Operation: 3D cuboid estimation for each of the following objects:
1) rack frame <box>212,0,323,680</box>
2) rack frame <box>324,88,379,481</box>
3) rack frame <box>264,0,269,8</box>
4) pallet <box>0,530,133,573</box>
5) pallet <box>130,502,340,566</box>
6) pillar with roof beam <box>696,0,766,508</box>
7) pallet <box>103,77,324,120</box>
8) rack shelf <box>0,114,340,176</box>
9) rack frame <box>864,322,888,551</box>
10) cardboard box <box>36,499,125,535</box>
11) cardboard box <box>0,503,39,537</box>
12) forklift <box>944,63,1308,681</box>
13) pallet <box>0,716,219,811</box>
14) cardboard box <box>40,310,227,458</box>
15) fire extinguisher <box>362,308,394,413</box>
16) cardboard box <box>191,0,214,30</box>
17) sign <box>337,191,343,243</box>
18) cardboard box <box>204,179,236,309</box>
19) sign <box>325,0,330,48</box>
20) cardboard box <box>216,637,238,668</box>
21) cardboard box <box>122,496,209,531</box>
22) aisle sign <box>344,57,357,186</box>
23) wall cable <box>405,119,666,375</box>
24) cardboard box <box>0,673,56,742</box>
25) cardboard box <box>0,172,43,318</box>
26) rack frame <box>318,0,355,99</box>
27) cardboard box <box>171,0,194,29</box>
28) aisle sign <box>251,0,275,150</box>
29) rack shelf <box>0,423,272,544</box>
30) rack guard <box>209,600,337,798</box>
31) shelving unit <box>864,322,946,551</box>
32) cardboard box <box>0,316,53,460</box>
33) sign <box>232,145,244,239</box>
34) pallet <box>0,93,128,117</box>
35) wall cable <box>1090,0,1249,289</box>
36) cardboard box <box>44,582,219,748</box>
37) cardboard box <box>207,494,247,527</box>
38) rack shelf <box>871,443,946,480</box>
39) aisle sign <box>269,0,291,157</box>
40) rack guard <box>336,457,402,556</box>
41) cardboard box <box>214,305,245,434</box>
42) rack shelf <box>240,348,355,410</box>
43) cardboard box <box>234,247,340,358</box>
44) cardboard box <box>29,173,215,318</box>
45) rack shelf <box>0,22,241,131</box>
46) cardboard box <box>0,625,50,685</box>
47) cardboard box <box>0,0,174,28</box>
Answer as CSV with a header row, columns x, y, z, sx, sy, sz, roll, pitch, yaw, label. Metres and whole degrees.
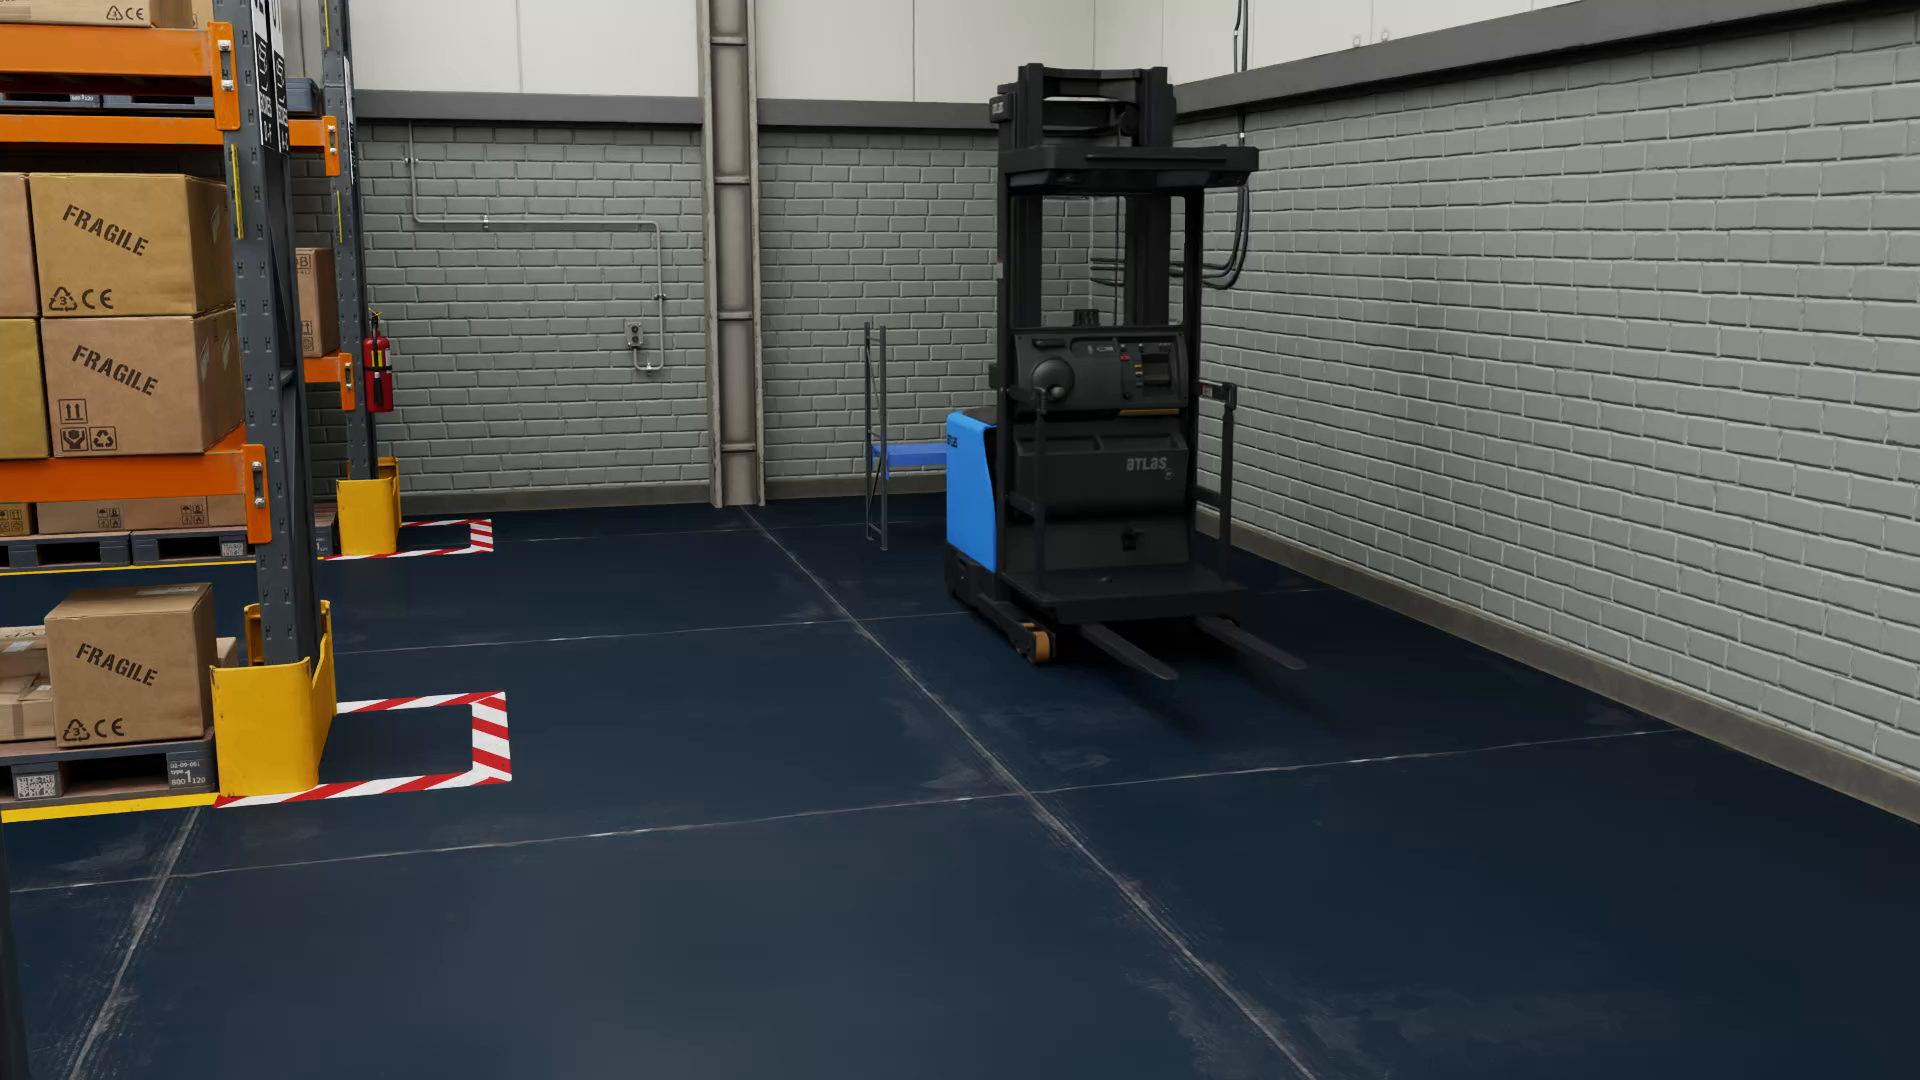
x,y,z,sx,sy,sz,roll,pitch,yaw,label
-2.715,-0.615,6.600,0.127,3.000,1.000,-3,11,-16,rack frame
-4.103,-1.476,11.277,0.127,3.000,1.000,-3,11,-16,rack frame
-2.715,-3.565,6.057,0.127,3.000,1.000,-3,11,-16,rack frame
-6.018,0.011,10.904,1.213,0.211,1.003,-3,11,-16,pallet
-4.849,-0.050,11.236,1.213,0.211,1.003,-3,11,-16,pallet
-0.549,-3.965,8.227,0.400,9.000,9.100,-3,11,-16,pillar with roof beam
-4.812,-2.868,10.799,1.213,0.211,1.003,-3,11,-16,pallet
-6.023,-2.496,10.521,4.000,0.370,1.077,-3,11,-16,rack shelf
-0.570,-0.708,11.248,0.032,1.500,0.500,-3,11,-16,rack frame
-5.710,-0.349,10.902,0.500,0.500,0.700,-3,11,-18,cardboard box
-6.220,-0.321,10.748,0.500,0.500,0.700,-3,11,-15,cardboard box
0.793,-0.907,8.378,1.130,2.935,3.031,-3,11,-15,forklift
-3.553,0.801,6.612,1.213,0.211,1.003,-3,11,-16,pallet
-3.069,-0.594,6.211,0.500,0.500,0.500,-3,11,-14,cardboard box
-3.829,-1.182,10.923,0.183,0.674,0.296,-3,11,-16,fire extinguisher
-4.729,-3.417,10.445,0.500,0.500,0.500,-3,11,-16,cardboard box
-3.965,-2.066,10.634,0.005,0.325,0.100,-3,11,-16,sign
-3.214,-1.179,6.628,0.500,0.500,0.500,-3,11,-14,cardboard box
-3.965,-3.252,10.416,0.005,0.325,0.100,-3,11,-16,sign
-3.213,0.533,7.028,0.250,0.149,0.380,-3,11,-16,cardboard box
-5.227,-0.375,11.041,0.500,0.500,0.700,-3,11,-16,cardboard box
-3.950,-2.706,10.778,0.004,0.787,0.394,-3,11,-16,aisle sign
-3.138,-2.204,12.430,1.851,1.984,0.084,-3,11,-16,wall cable
-3.582,0.638,6.408,0.250,0.166,0.380,-3,11,-16,cardboard box
-3.550,-1.059,5.979,0.500,0.500,0.500,-3,11,-14,cardboard box
-4.103,-4.426,10.734,0.127,3.000,1.000,-3,11,-16,rack frame
-3.279,-2.034,6.441,0.500,0.250,0.500,-3,11,-16,cardboard box
-2.564,-1.843,6.094,0.004,0.787,0.394,-3,11,-16,aisle sign
-4.635,-0.160,6.115,4.000,0.370,1.077,-3,11,-16,rack shelf
-2.788,0.619,6.806,0.348,0.500,1.175,-3,11,-16,rack guard
-0.082,-0.733,11.387,1.048,1.500,0.538,-3,11,-16,shelving unit
-3.566,-0.567,6.065,0.500,0.500,0.500,-3,11,-15,cardboard box
-2.579,-1.242,5.937,0.005,0.325,0.100,-3,11,-16,sign
-5.986,-2.805,10.460,1.213,0.211,1.003,-3,11,-16,pallet
1.428,-3.123,12.232,0.112,2.526,3.097,-3,11,-16,wall cable
-3.168,0.469,6.405,0.500,0.500,0.500,-3,11,-16,cardboard box
-4.747,-0.400,11.178,0.500,0.500,0.700,-3,11,-16,cardboard box
-0.082,-0.556,11.420,1.000,0.185,0.538,-3,11,-16,rack shelf
-2.731,-1.948,6.661,0.004,0.787,0.394,-3,11,-16,aisle sign
-4.080,-0.247,11.510,0.348,0.500,1.175,-3,11,-16,rack guard
-3.214,-0.687,6.718,0.500,0.500,0.500,-3,11,-15,cardboard box
-6.023,-1.021,10.792,4.000,0.370,1.077,-3,11,-16,rack shelf
-4.590,-1.596,11.100,0.700,0.700,0.980,-3,11,-13,cardboard box
-3.065,-1.085,6.119,0.500,0.500,0.500,-3,11,-16,cardboard box
-4.635,-1.635,5.844,4.000,0.370,1.077,-3,11,-16,rack shelf
-3.796,0.525,6.790,0.500,0.250,0.500,-3,11,-16,cardboard box
-3.134,-1.944,5.952,0.500,0.250,0.500,-3,11,-16,cardboard box
